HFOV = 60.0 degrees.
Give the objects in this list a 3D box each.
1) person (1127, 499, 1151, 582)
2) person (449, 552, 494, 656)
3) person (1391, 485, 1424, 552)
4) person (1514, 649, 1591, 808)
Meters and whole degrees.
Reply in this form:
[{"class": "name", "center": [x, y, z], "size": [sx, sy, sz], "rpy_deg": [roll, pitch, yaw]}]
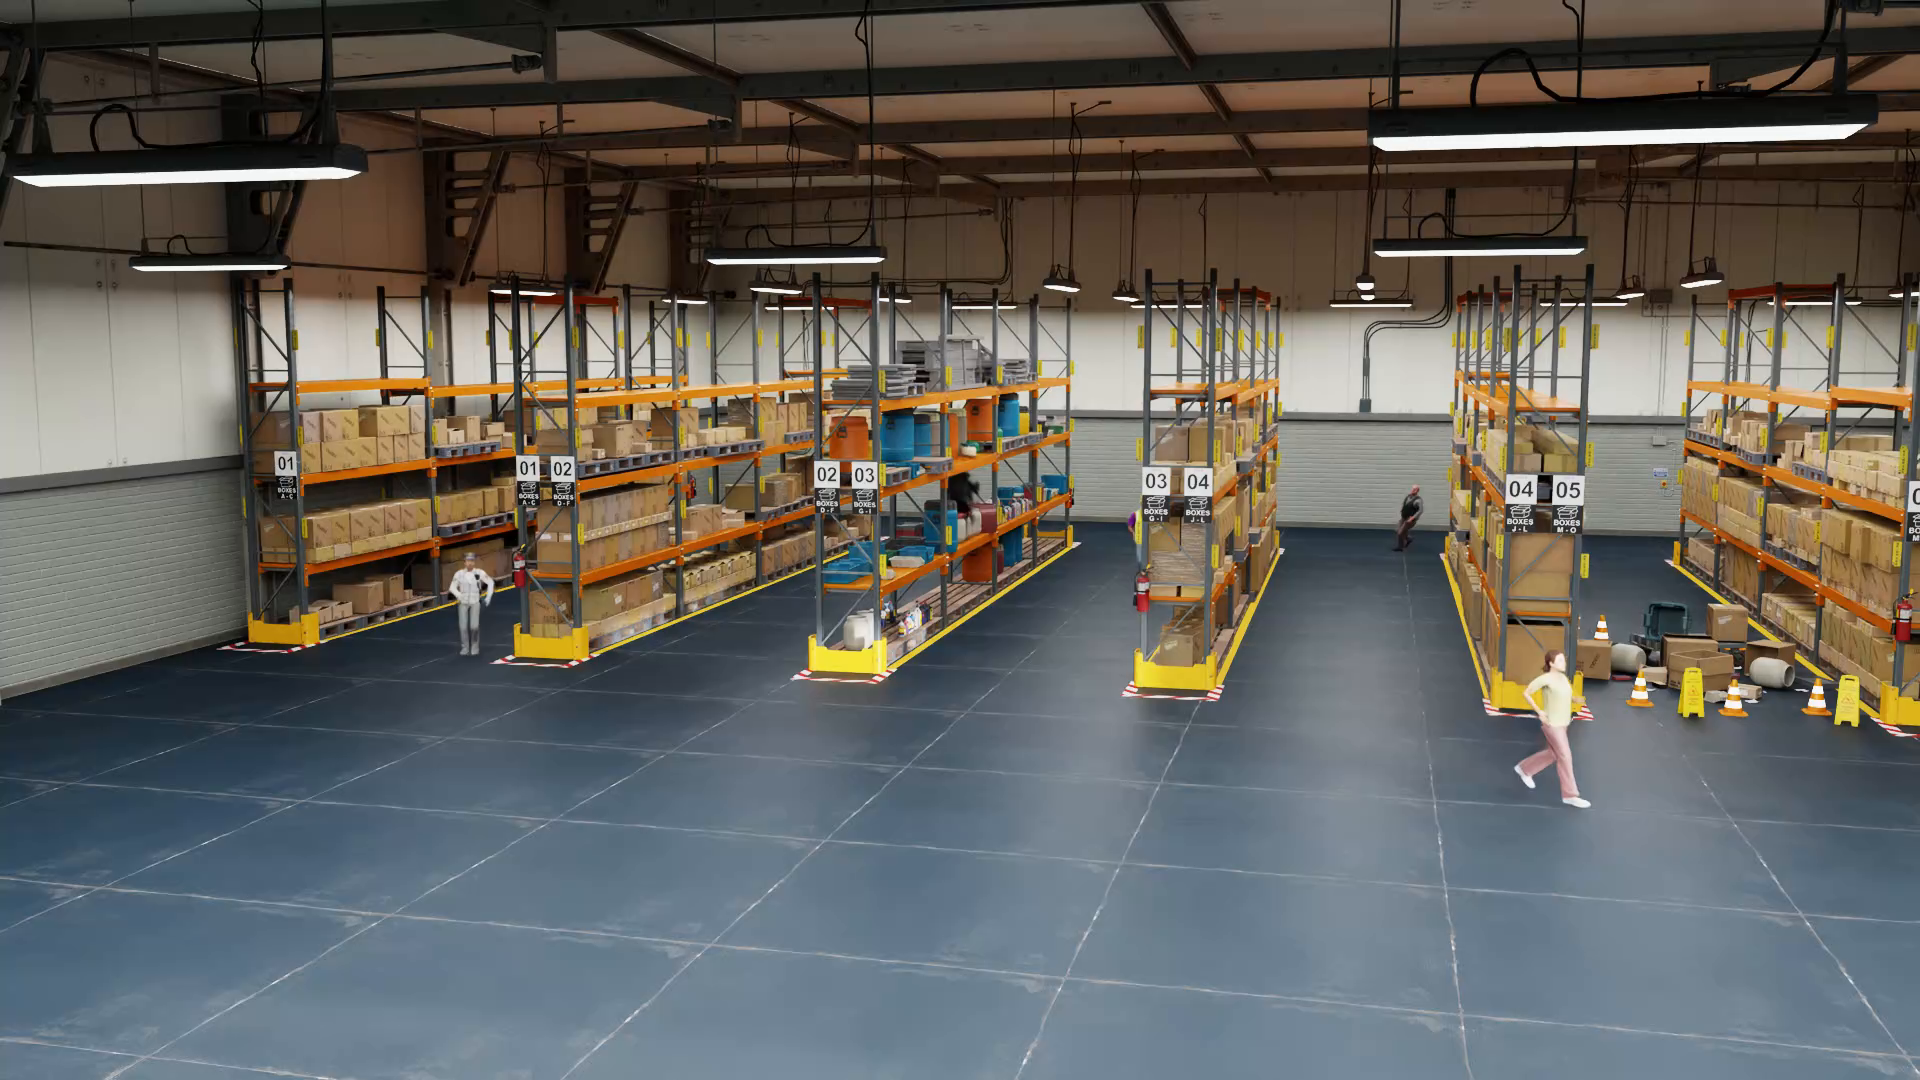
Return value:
[{"class": "person", "center": [3.559, 0.023, 32.038], "size": [0.698, 1.729, 0.538], "rpy_deg": [2, 7, 13]}, {"class": "person", "center": [-7.748, 1.024, 26.382], "size": [0.666, 1.687, 0.563], "rpy_deg": [-1, 7, -11]}, {"class": "person", "center": [10.669, -0.510, 39.318], "size": [0.613, 1.616, 0.831], "rpy_deg": [-4, 8, -29]}, {"class": "person", "center": [6.443, 2.000, 18.048], "size": [0.580, 1.649, 0.964], "rpy_deg": [-6, 9, -40]}]
